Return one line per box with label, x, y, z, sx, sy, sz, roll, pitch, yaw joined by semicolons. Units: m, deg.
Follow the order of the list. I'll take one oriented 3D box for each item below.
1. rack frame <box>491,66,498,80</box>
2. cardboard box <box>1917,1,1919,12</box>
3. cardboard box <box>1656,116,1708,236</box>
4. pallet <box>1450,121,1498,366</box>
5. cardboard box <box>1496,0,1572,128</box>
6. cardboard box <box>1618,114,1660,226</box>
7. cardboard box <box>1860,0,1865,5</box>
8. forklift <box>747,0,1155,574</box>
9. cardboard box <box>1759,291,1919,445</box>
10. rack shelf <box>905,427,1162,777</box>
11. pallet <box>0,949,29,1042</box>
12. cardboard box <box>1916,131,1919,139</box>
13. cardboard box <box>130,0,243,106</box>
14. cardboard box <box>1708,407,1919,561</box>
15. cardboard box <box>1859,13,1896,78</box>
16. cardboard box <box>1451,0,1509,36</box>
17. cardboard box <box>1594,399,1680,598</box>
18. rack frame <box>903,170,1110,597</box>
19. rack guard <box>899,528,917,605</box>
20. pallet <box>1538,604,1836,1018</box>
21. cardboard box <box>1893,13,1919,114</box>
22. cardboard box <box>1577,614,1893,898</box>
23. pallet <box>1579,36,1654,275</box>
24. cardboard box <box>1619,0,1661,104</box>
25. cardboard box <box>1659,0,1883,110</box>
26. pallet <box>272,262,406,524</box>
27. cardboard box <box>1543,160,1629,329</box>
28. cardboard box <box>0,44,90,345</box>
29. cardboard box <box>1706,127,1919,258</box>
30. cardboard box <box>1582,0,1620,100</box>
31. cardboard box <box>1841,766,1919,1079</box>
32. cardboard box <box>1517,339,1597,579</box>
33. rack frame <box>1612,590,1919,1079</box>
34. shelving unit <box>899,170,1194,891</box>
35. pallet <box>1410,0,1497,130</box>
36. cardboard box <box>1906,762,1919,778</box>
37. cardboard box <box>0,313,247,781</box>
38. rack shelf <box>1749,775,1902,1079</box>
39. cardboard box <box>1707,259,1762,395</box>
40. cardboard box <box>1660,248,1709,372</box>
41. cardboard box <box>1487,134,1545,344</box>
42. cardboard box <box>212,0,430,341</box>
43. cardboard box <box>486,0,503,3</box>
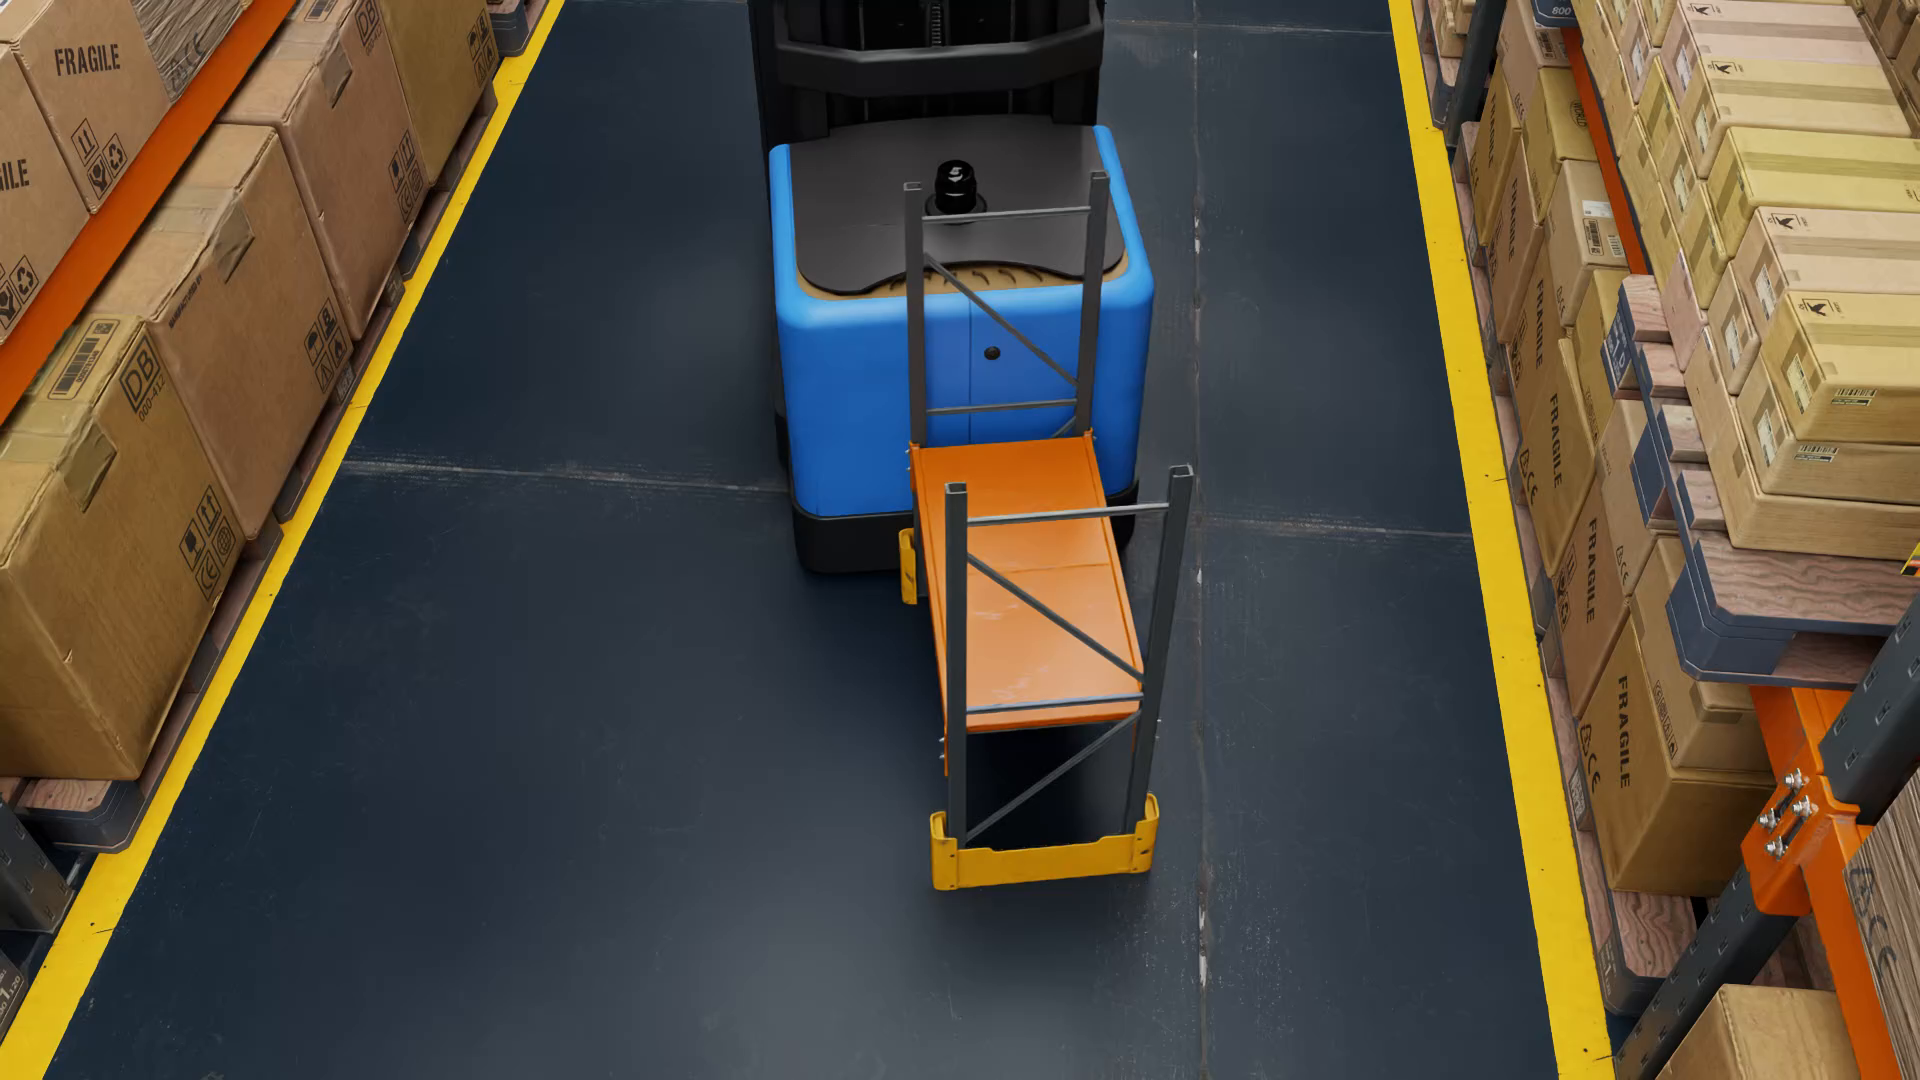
rack frame;-2.473;-3.005;5.966;1.000;3.000;0.127;4;48;4
cardboard box;2.446;-1.208;3.805;0.380;0.149;0.250;5;48;5
cardboard box;1.752;-0.782;3.617;0.380;0.149;0.250;4;48;4
pallet;2.388;-1.084;6.098;1.003;0.211;1.213;4;48;4
cardboard box;2.127;-1.623;5.603;0.500;0.250;0.500;2;48;2
cardboard box;1.777;-0.860;3.890;0.380;0.149;0.250;2;48;2
cardboard box;2.501;-1.480;4.255;0.380;0.149;0.250;4;48;4
forklift;-0.128;-1.982;5.077;1.130;2.935;3.031;-4;48;-4
cardboard box;1.681;-0.307;2.980;0.380;0.149;0.250;2;48;2
rack shelf;0.167;0.133;4.356;0.538;0.185;1.000;-4;48;-4
pallet;-2.910;1.450;3.781;1.003;0.211;1.213;4;48;4
cardboard box;2.428;-0.820;3.853;0.380;0.149;0.250;5;48;5
cardboard box;-2.386;-1.561;4.578;0.500;0.500;0.500;4;48;4
cardboard box;1.680;-0.108;3.202;0.380;0.149;0.250;5;48;4
cardboard box;2.479;-1.196;4.196;0.380;0.149;0.250;2;48;2
cardboard box;2.170;-2.130;6.611;0.380;0.149;0.250;5;48;4
cardboard box;1.929;-0.101;4.211;0.500;0.250;0.500;4;48;4
rack frame;0.113;-0.362;4.565;0.500;1.500;0.032;-4;48;-4
rack guard;0.113;0.061;5.025;0.587;0.250;0.087;-4;48;-4
pallet;2.166;0.709;4.458;1.003;0.211;1.213;4;48;4
cardboard box;2.453;-1.103;3.910;0.380;0.149;0.250;3;48;3
cardboard box;1.893;0.543;4.130;0.500;0.500;0.500;4;48;3
pallet;2.233;-1.051;4.308;1.003;0.211;1.213;4;48;4
cardboard box;1.800;-1.157;3.959;0.380;0.149;0.250;5;48;5
cardboard box;1.779;-1.057;3.666;0.380;0.149;0.250;4;48;4
pallet;-2.576;-0.593;5.649;1.003;0.211;1.213;4;48;4
cardboard box;2.030;-0.857;4.902;0.500;0.250;0.500;6;48;5
cardboard box;-2.477;-0.817;3.897;0.500;0.500;0.500;3;48;2
cardboard box;1.730;-0.683;3.325;0.380;0.149;0.250;5;48;5
cardboard box;1.824;-1.251;4.247;0.380;0.149;0.250;2;48;2
cardboard box;1.783;0.620;2.582;0.500;0.500;0.500;4;48;4
cardboard box;1.976;-0.228;4.835;0.500;0.500;0.500;2;48;2
rack frame;2.093;0.342;2.904;1.000;3.000;0.127;4;48;4
shelving unit;0.166;0.004;4.230;0.587;1.500;1.083;-4;48;-4
pallet;2.483;-2.152;7.075;1.003;0.211;1.213;4;48;4
cardboard box;2.397;0.301;3.844;0.500;0.250;0.500;2;48;2
cardboard box;-2.754;0.004;4.369;1.225;0.875;0.875;2;48;2
rack shelf;1.911;2.055;1.826;1.077;0.370;4.000;4;48;4
cardboard box;1.707;-0.405;3.272;0.380;0.149;0.250;5;48;5
cardboard box;1.728;-0.480;3.542;0.380;0.149;0.250;5;48;4
cardboard box;2.080;-0.981;5.524;0.500;0.500;0.500;6;48;5
cardboard box;-2.592;-1.301;5.563;1.225;0.875;0.875;2;48;2
cardboard box;-2.333;-2.909;7.033;0.875;0.875;0.875;4;48;4
